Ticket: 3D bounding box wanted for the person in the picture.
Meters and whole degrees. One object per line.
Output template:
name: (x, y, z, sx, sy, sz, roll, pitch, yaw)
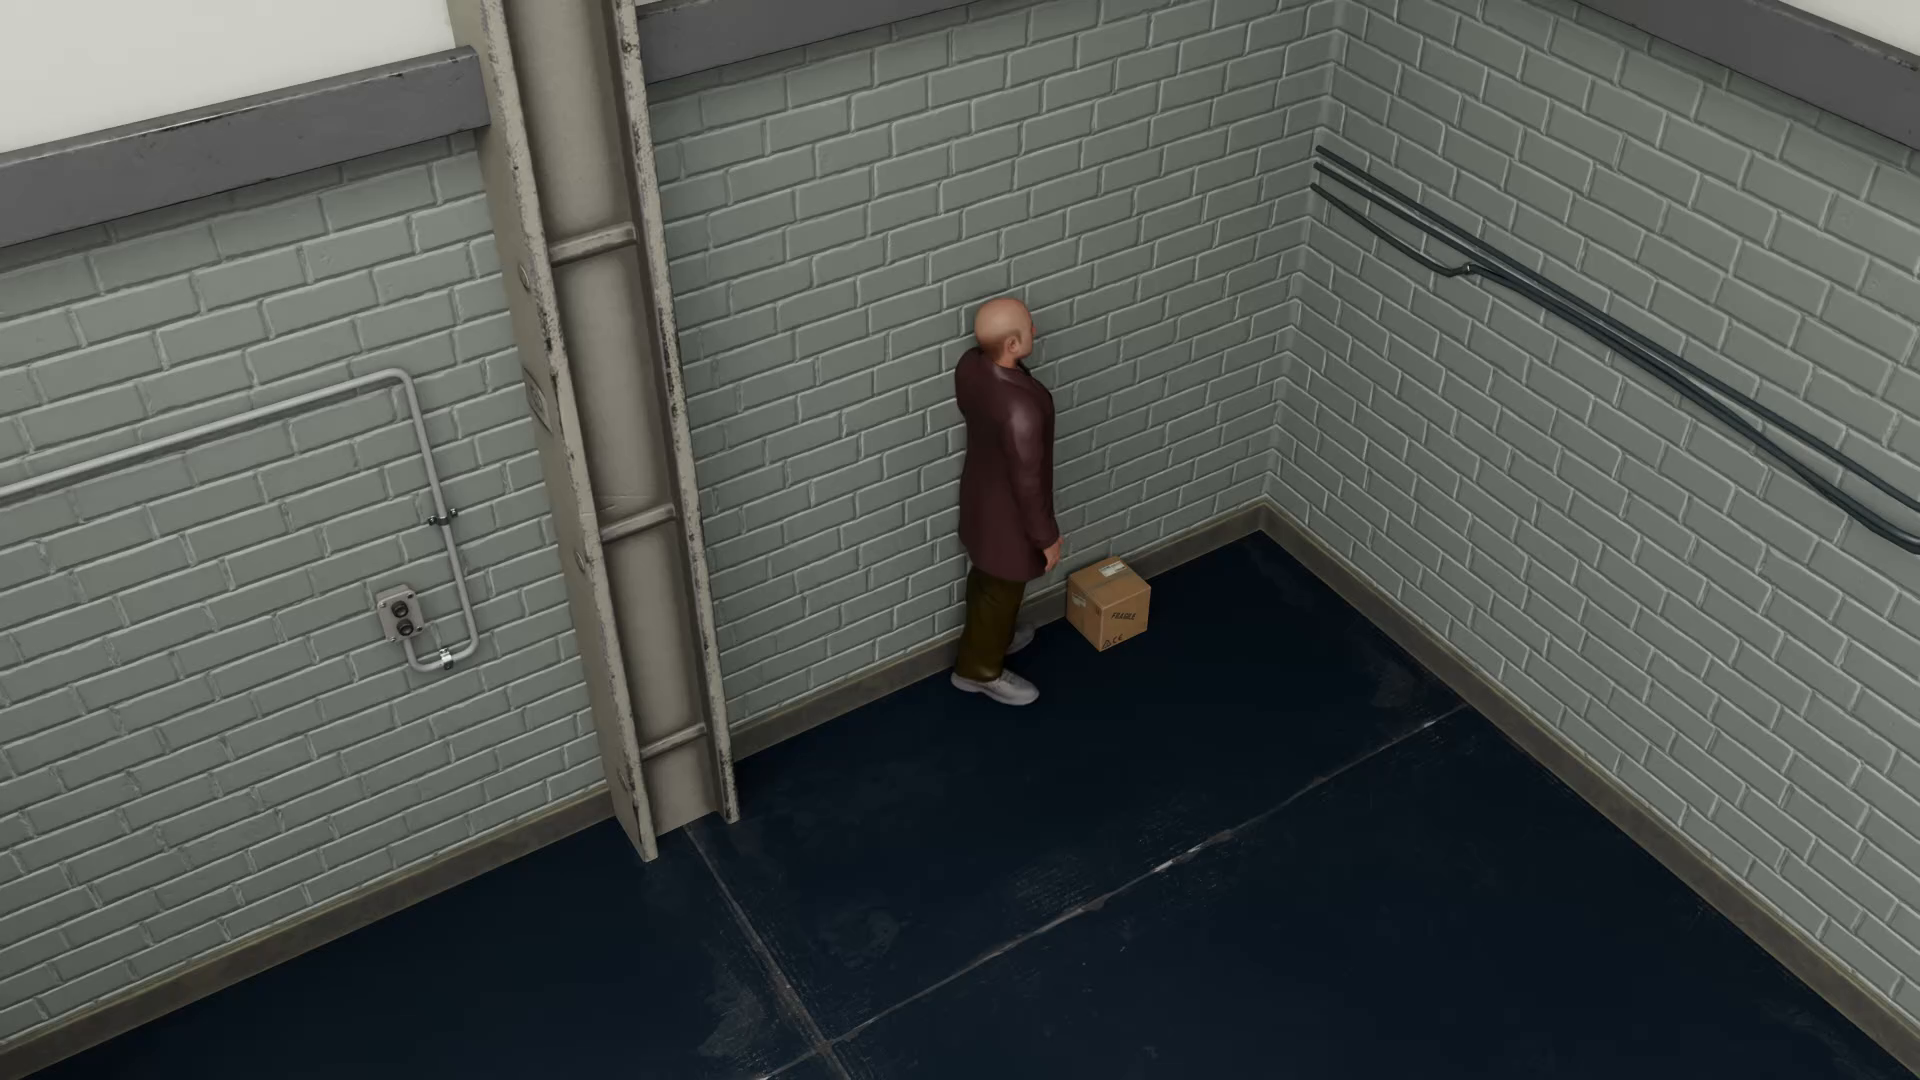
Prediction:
person: (0.170, -0.138, 6.305, 0.450, 1.778, 0.647, -17, 43, -19)
